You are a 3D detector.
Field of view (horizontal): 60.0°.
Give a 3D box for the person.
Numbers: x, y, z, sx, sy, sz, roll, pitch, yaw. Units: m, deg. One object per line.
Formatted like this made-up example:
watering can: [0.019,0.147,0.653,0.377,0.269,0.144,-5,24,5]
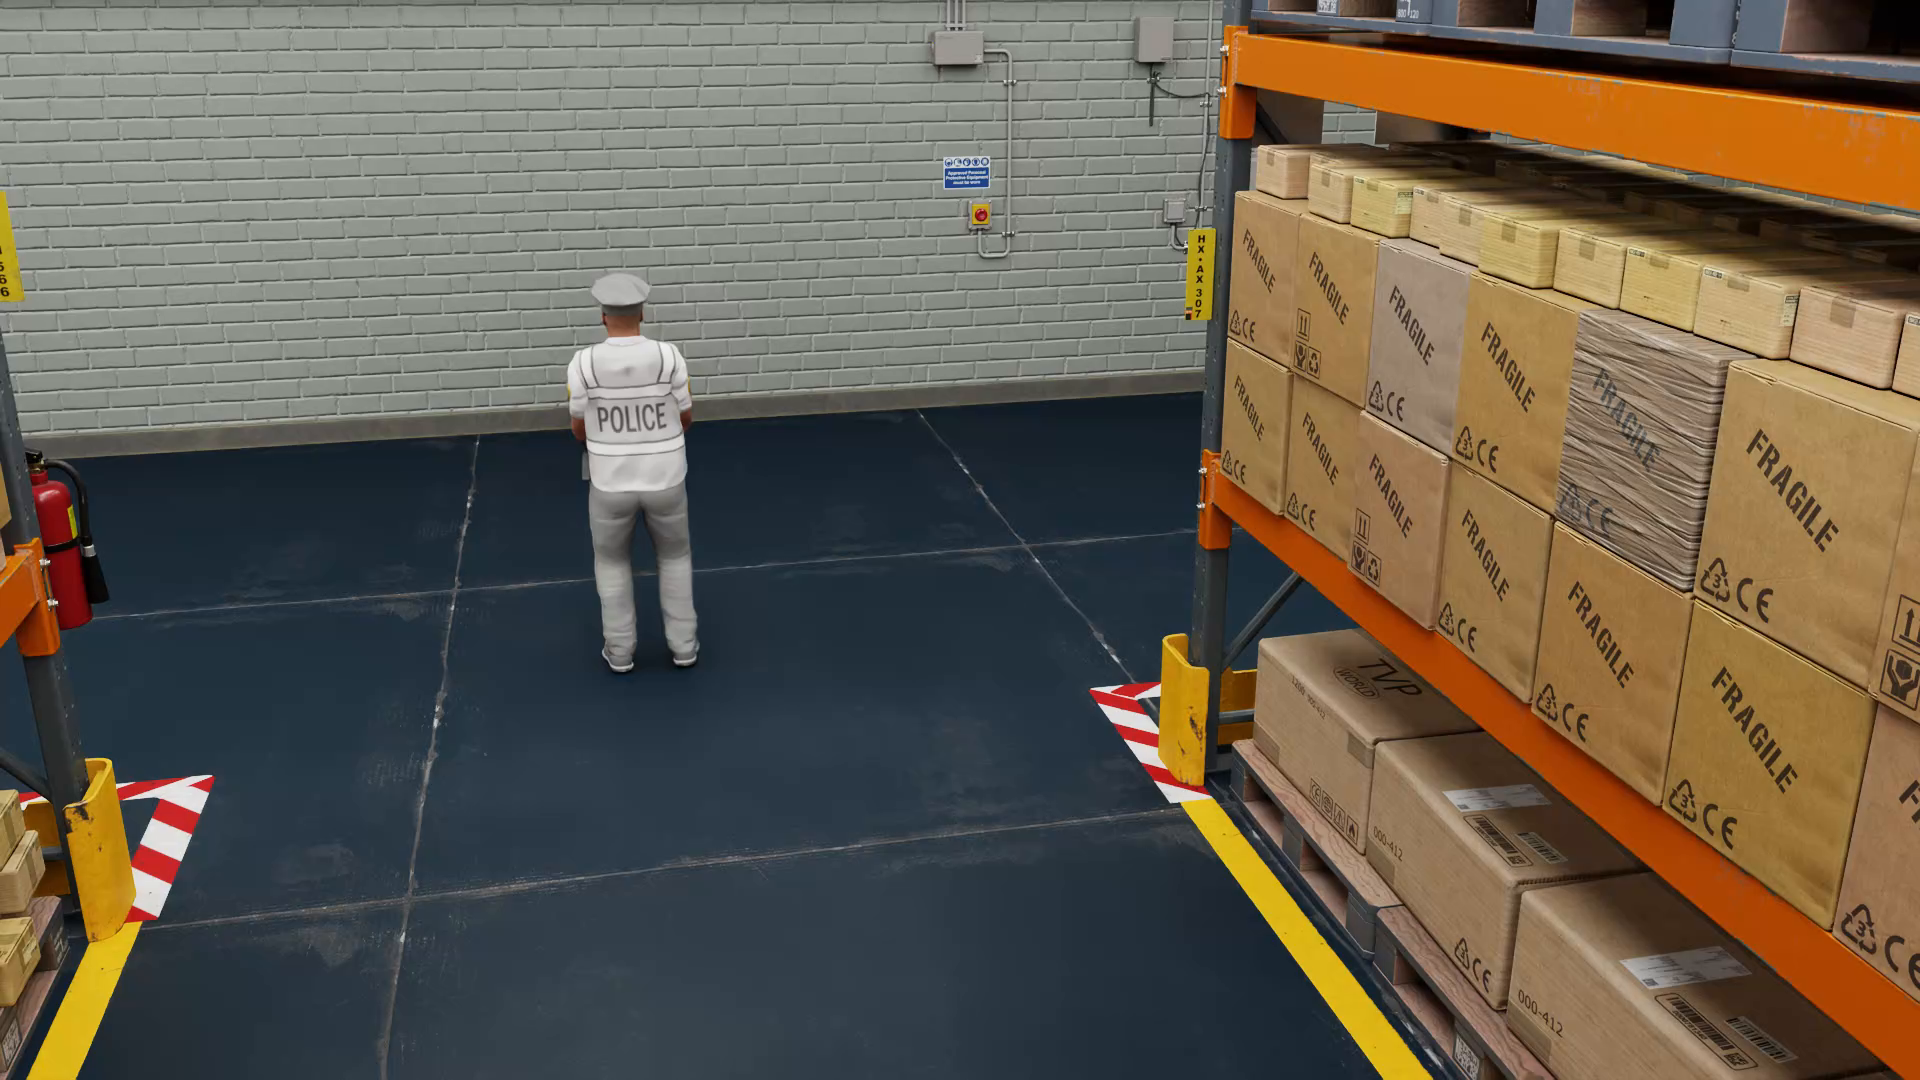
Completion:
person: [-1.442,-0.300,7.366,0.524,1.774,0.536,-5,20,-13]
